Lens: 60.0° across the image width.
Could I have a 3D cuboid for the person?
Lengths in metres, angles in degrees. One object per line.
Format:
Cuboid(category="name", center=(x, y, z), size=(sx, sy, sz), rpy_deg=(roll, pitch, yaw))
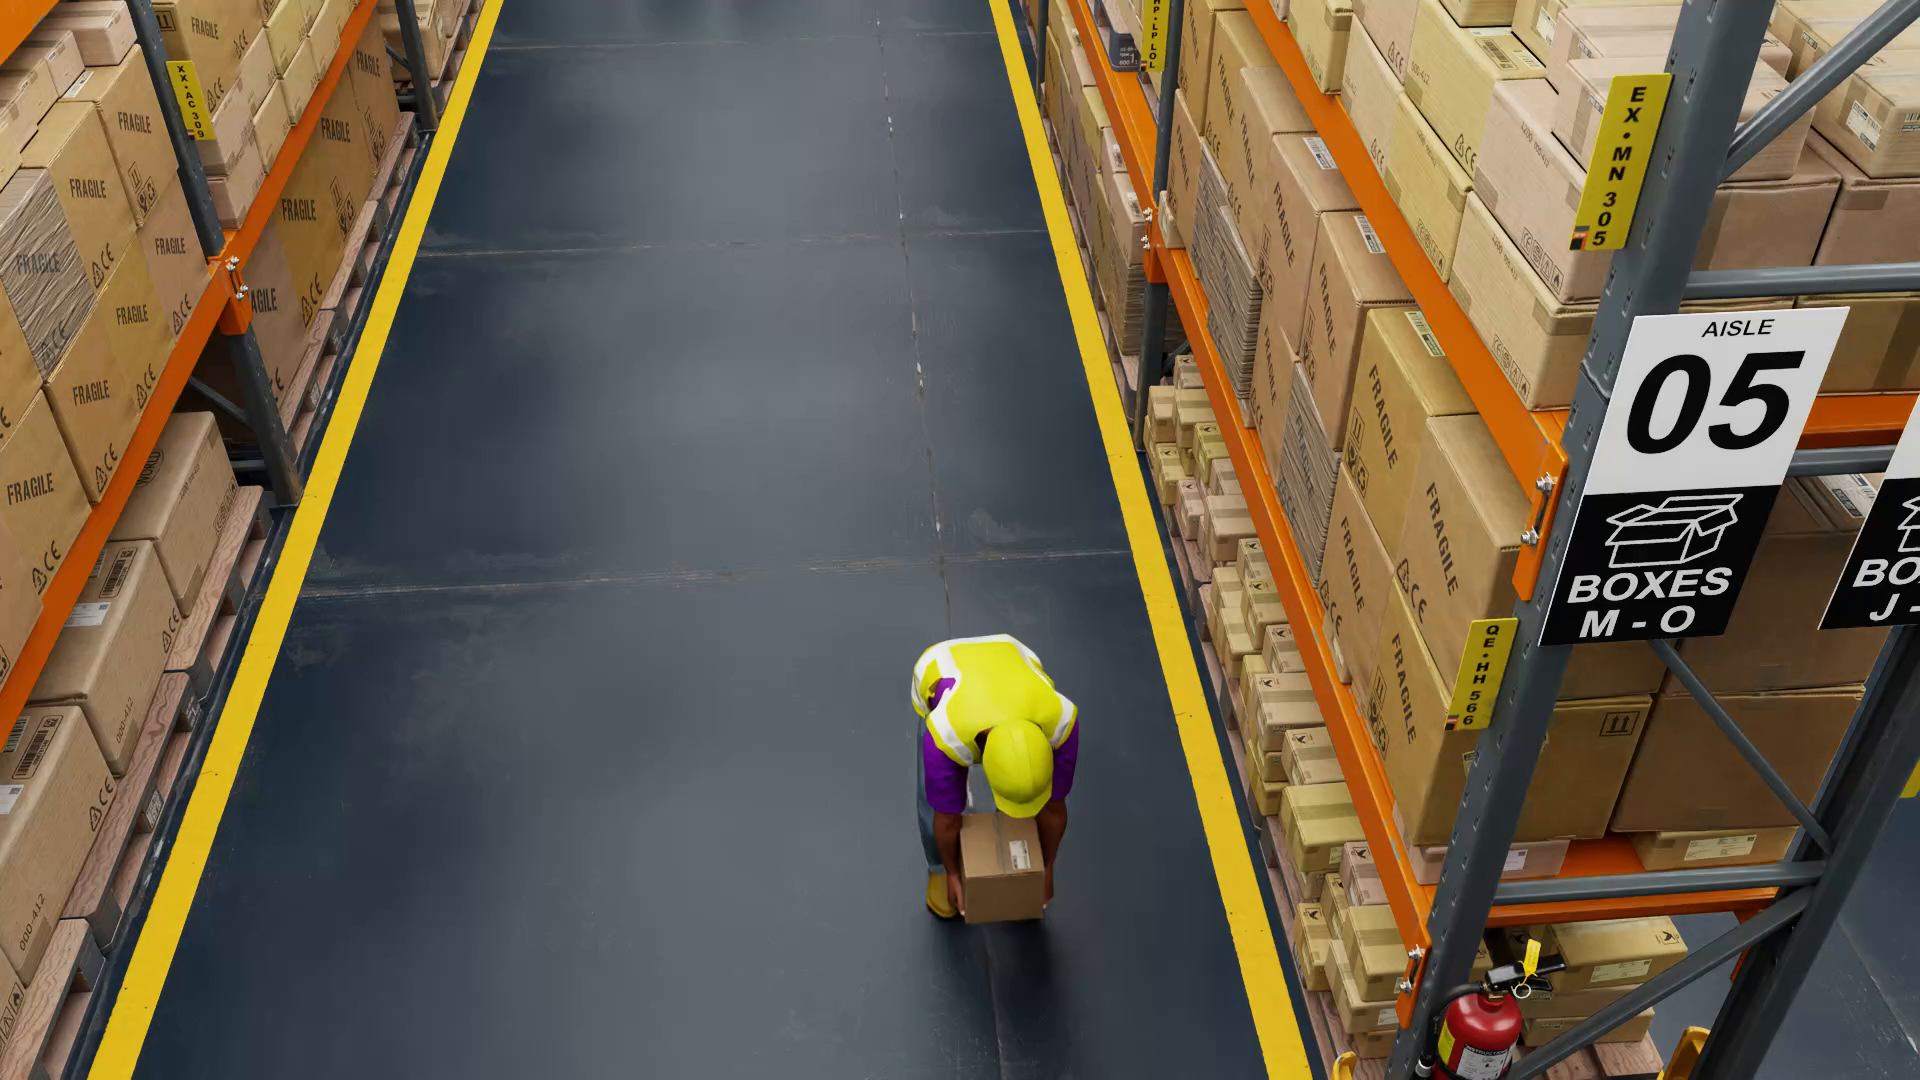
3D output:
Cuboid(category="person", center=(0.117, 0.846, 5.446), size=(0.492, 1.311, 0.923), rpy_deg=(-6, 39, -7))
